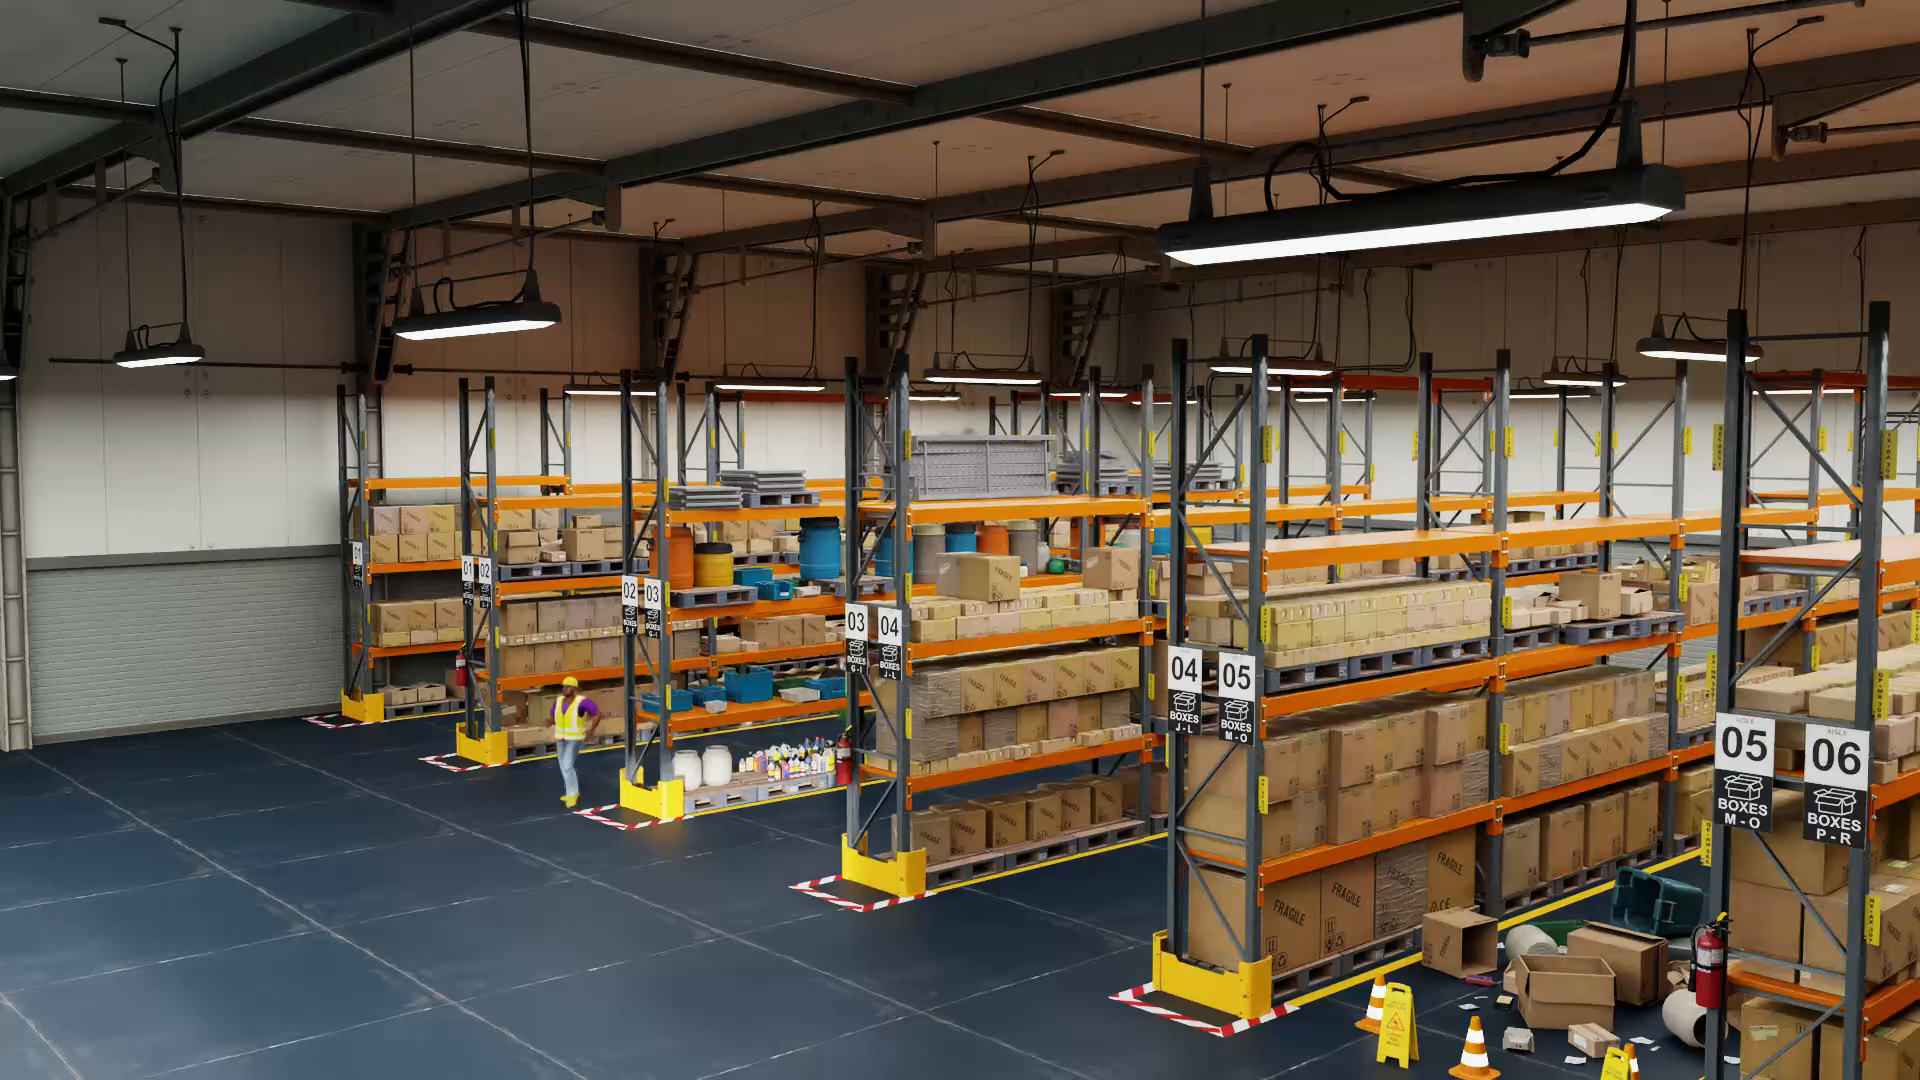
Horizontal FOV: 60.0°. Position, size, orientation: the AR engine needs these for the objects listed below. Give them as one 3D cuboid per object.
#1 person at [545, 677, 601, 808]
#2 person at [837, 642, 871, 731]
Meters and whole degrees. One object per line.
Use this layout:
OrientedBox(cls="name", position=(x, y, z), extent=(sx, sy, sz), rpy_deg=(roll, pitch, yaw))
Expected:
OrientedBox(cls="person", position=(-5.388, 2.790, 22.943), extent=(0.716, 1.817, 0.644), rpy_deg=(1, 4, 21))
OrientedBox(cls="person", position=(-1.828, 2.495, 27.258), extent=(0.713, 1.749, 0.572), rpy_deg=(4, 5, 45))
